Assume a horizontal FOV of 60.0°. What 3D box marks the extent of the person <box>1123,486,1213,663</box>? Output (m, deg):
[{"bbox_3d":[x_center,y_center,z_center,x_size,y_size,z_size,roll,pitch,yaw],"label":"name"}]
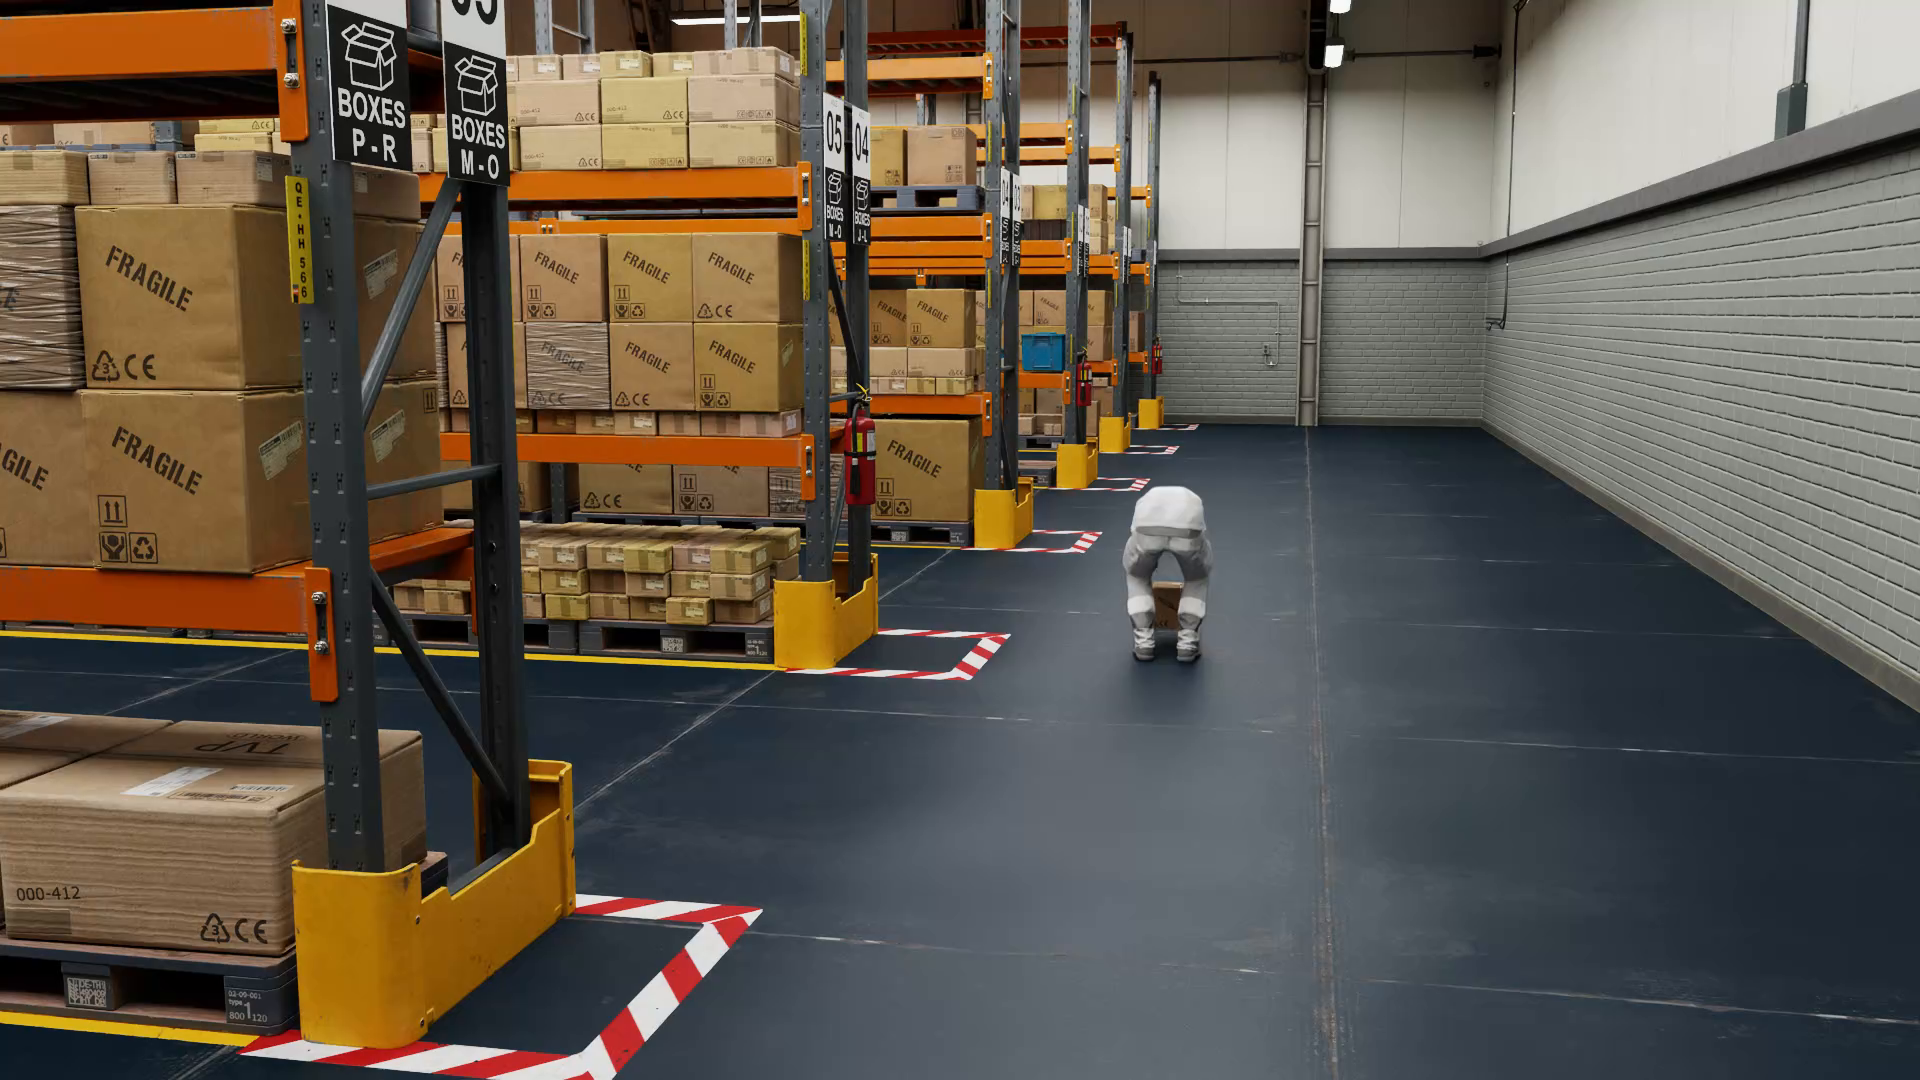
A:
[{"bbox_3d":[1.234,0.163,9.867,0.526,1.010,0.952,1,8,8],"label":"person"}]
